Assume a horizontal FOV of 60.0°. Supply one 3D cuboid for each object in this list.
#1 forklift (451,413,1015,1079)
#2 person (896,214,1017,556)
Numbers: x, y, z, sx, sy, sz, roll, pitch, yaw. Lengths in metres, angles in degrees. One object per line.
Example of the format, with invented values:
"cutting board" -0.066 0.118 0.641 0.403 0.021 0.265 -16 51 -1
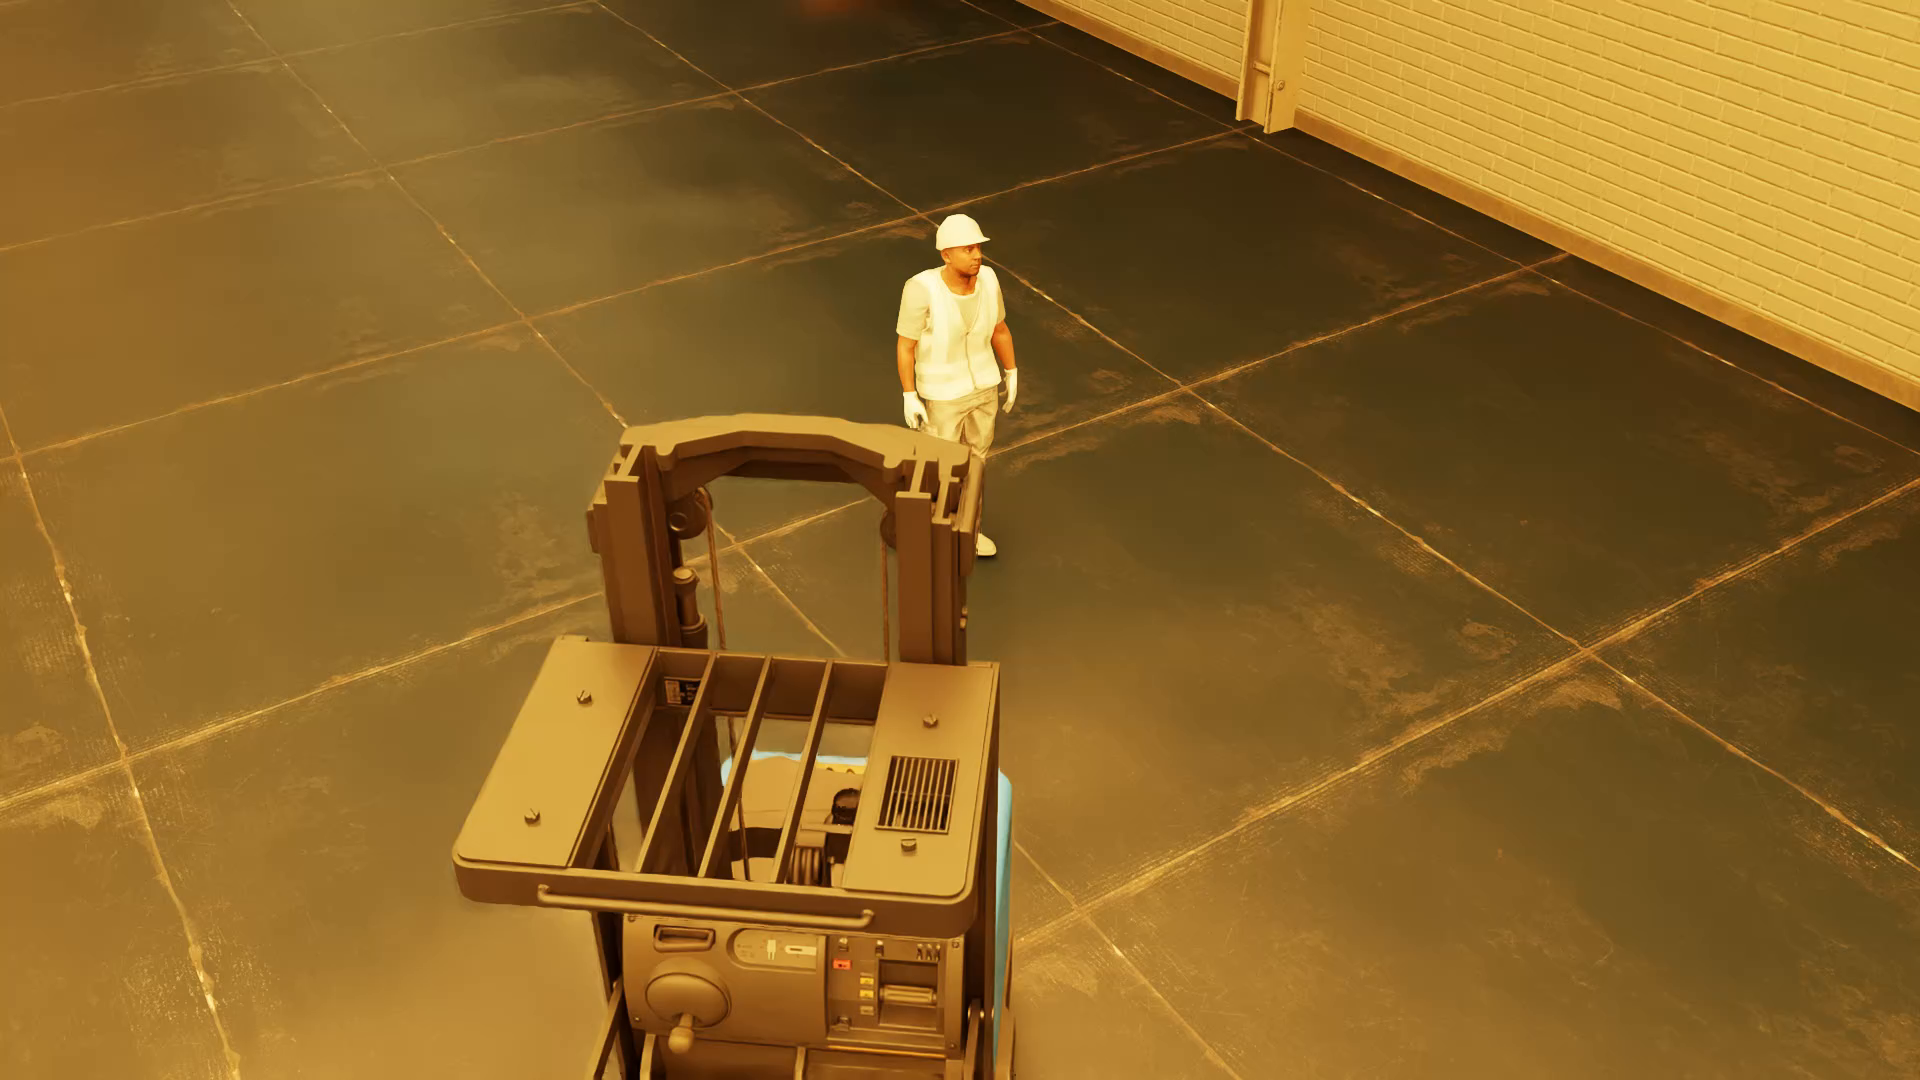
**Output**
"forklift" -0.473 1.274 4.335 1.130 2.935 3.031 3 35 5
"person" 0.033 -0.698 8.127 0.656 1.784 0.575 -21 40 -27
